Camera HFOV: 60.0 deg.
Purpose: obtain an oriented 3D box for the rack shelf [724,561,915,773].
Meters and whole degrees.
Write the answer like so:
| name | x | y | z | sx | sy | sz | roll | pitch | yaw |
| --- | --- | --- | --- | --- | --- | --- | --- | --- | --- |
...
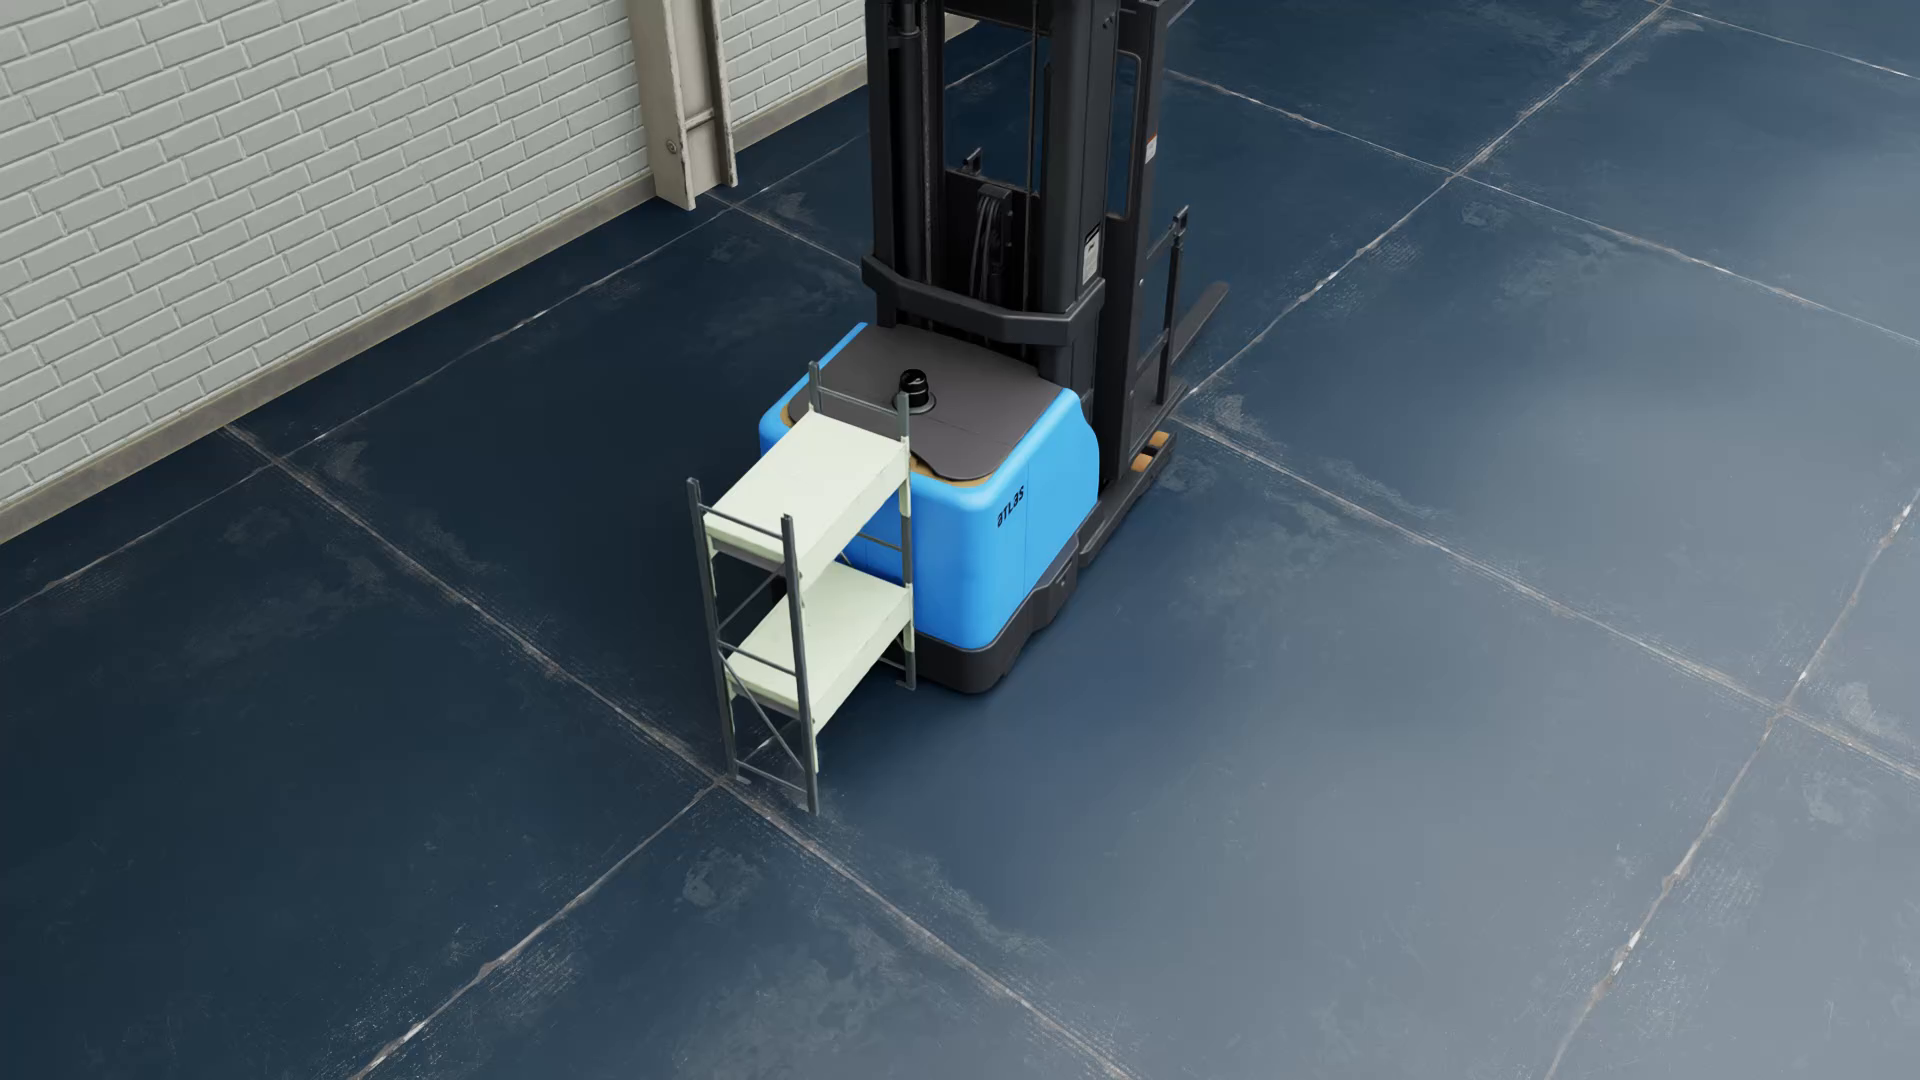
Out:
| name | x | y | z | sx | sy | sz | roll | pitch | yaw |
| --- | --- | --- | --- | --- | --- | --- | --- | --- | --- |
| rack shelf | -0.535 | 0.446 | 6.311 | 0.431 | 0.370 | 0.720 | 20 | 46 | 21 |

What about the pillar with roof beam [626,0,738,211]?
| name | x | y | z | sx | sy | sz | roll | pitch | yaw |
| --- | --- | --- | --- | --- | --- | --- | --- | --- | --- |
| pillar with roof beam | 1.757 | -3.513 | 4.607 | 9.100 | 9.000 | 0.400 | 29 | 50 | 28 |

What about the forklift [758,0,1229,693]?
| name | x | y | z | sx | sy | sz | roll | pitch | yaw |
| --- | --- | --- | --- | --- | --- | --- | --- | --- | --- |
| forklift | 0.362 | -1.453 | 6.852 | 1.130 | 2.935 | 3.031 | 20 | 46 | 21 |

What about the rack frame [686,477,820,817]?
| name | x | y | z | sx | sy | sz | roll | pitch | yaw |
| --- | --- | --- | --- | --- | --- | --- | --- | --- | --- |
| rack frame | -0.712 | 0.421 | 5.855 | 0.400 | 1.500 | 0.023 | 20 | 46 | 21 |

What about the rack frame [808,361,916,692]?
| name | x | y | z | sx | sy | sz | roll | pitch | yaw |
| --- | --- | --- | --- | --- | --- | --- | --- | --- | --- |
| rack frame | -0.359 | -0.010 | 6.329 | 0.400 | 1.500 | 0.023 | 20 | 46 | 21 |

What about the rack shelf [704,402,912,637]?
| name | x | y | z | sx | sy | sz | roll | pitch | yaw |
| --- | --- | --- | --- | --- | --- | --- | --- | --- | --- |
| rack shelf | -0.535 | -0.084 | 5.829 | 0.431 | 0.370 | 0.720 | 20 | 46 | 21 |

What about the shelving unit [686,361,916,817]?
| name | x | y | z | sx | sy | sz | roll | pitch | yaw |
| --- | --- | --- | --- | --- | --- | --- | --- | --- | --- |
| shelving unit | -0.535 | 0.205 | 6.092 | 0.431 | 1.500 | 0.755 | 20 | 46 | 21 |
